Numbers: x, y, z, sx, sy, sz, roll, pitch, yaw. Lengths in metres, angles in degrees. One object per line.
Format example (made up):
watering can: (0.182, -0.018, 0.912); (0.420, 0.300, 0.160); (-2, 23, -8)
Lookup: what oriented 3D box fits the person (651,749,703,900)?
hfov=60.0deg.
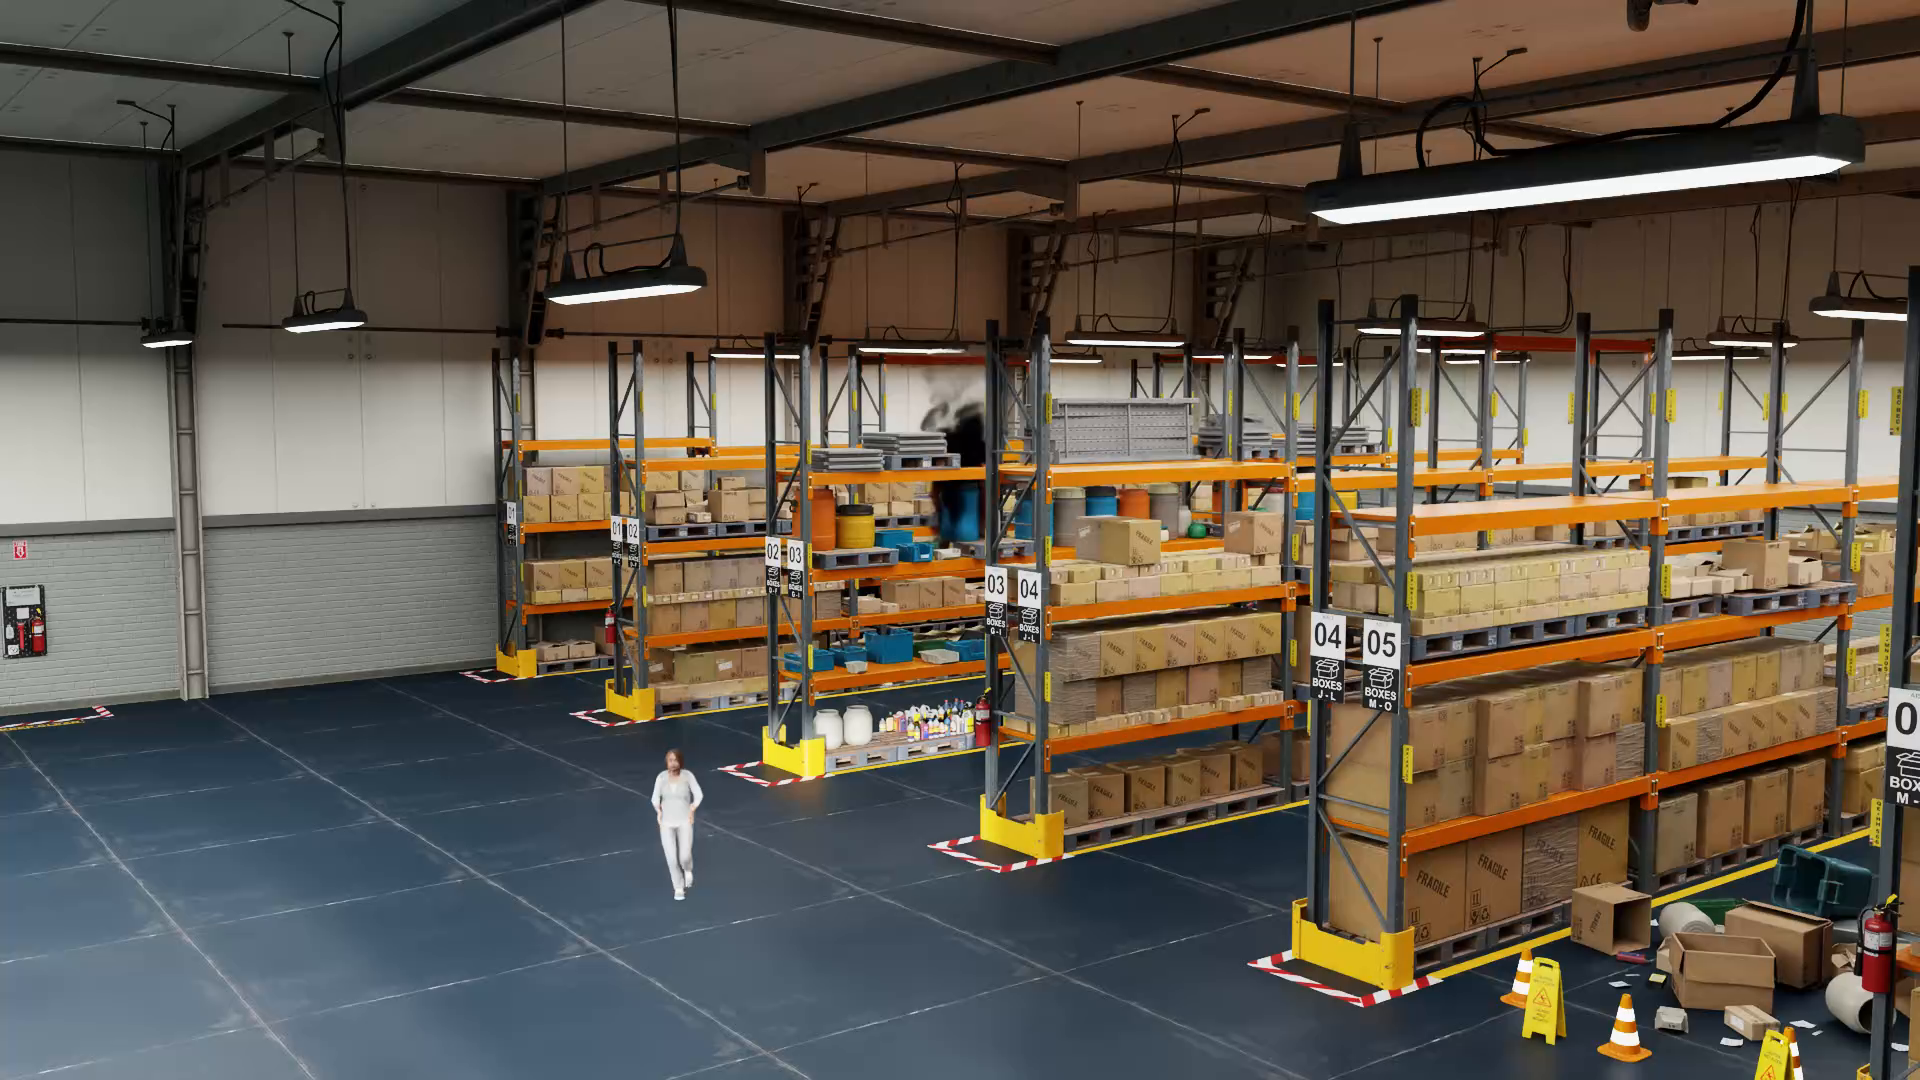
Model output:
person: (-2.894, 2.864, 16.963); (0.512, 1.482, 0.530); (0, 5, -2)
